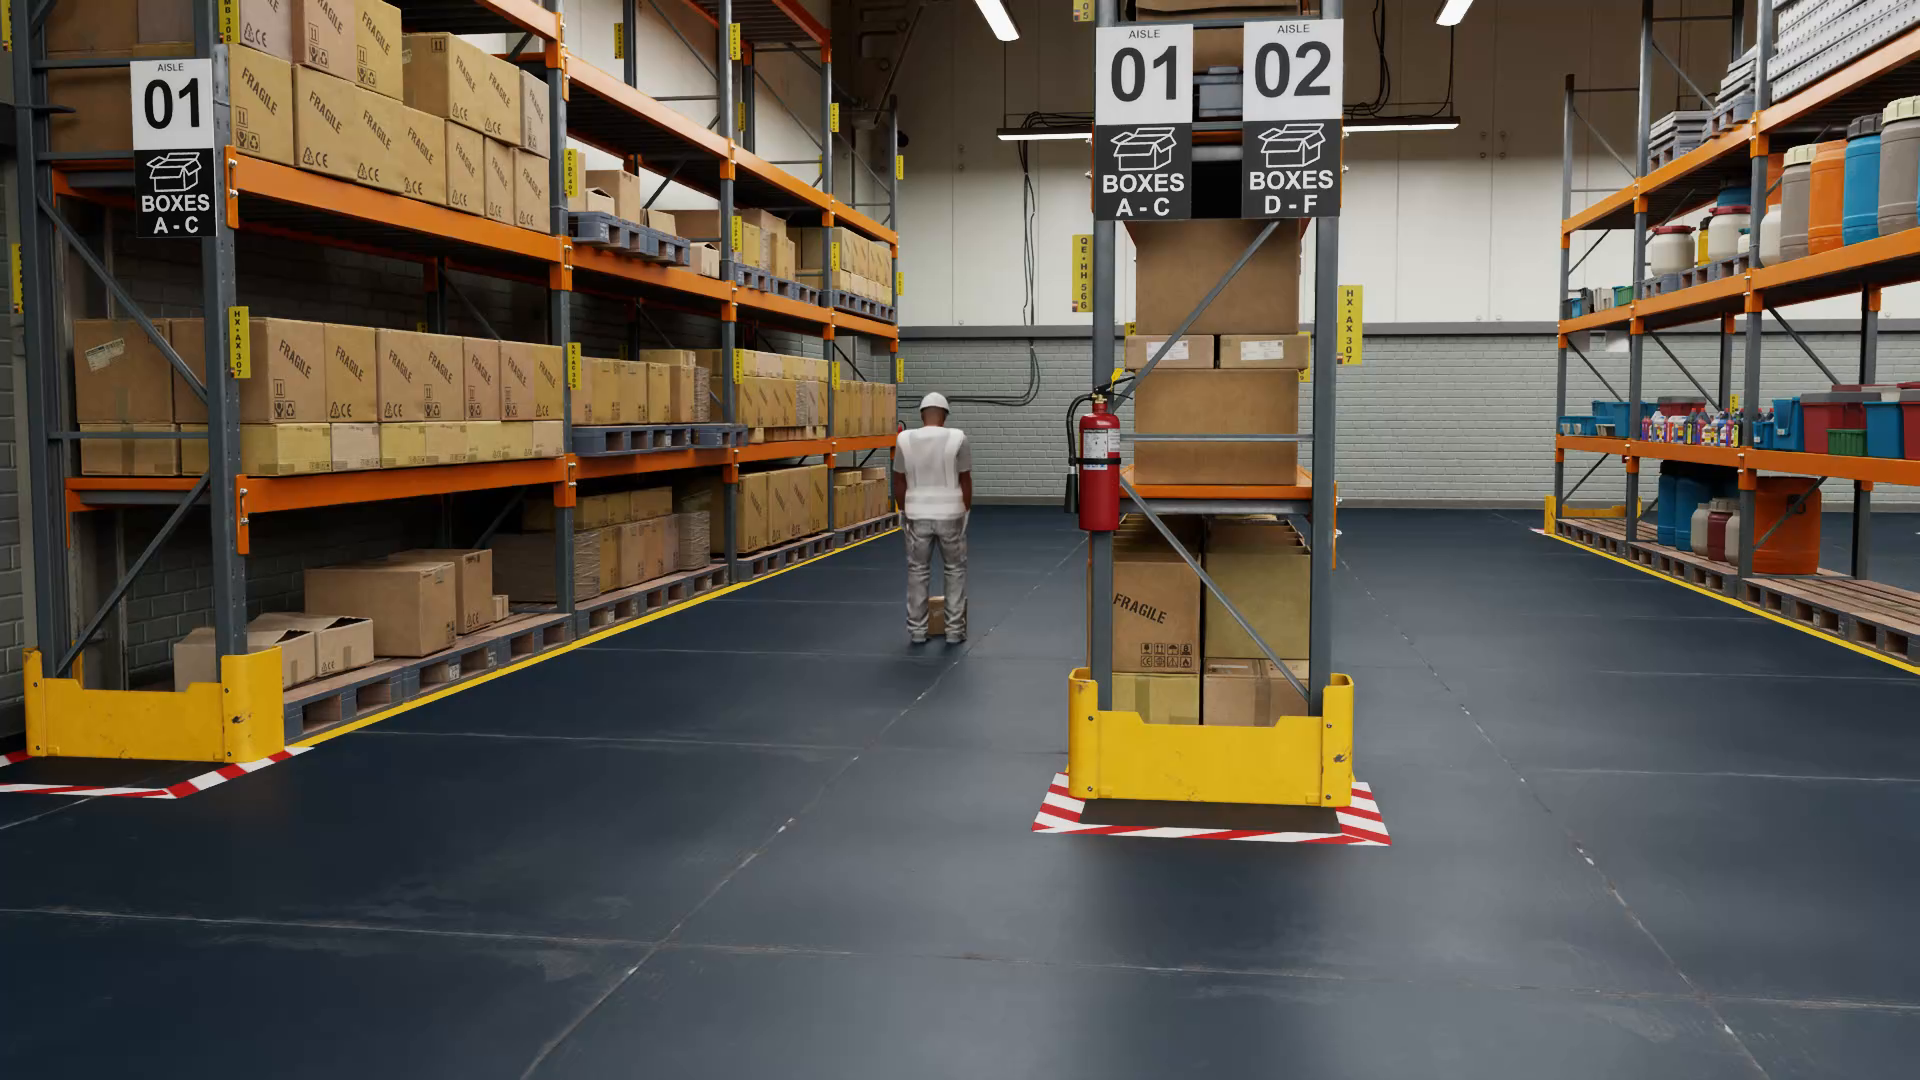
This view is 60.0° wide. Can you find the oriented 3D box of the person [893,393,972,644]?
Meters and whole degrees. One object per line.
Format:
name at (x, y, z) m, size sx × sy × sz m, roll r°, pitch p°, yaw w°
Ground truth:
person at (-0.189, -0.158, 11.696) m, size 0.563 × 1.754 × 0.414 m, roll 1°, pitch 4°, yaw 10°
